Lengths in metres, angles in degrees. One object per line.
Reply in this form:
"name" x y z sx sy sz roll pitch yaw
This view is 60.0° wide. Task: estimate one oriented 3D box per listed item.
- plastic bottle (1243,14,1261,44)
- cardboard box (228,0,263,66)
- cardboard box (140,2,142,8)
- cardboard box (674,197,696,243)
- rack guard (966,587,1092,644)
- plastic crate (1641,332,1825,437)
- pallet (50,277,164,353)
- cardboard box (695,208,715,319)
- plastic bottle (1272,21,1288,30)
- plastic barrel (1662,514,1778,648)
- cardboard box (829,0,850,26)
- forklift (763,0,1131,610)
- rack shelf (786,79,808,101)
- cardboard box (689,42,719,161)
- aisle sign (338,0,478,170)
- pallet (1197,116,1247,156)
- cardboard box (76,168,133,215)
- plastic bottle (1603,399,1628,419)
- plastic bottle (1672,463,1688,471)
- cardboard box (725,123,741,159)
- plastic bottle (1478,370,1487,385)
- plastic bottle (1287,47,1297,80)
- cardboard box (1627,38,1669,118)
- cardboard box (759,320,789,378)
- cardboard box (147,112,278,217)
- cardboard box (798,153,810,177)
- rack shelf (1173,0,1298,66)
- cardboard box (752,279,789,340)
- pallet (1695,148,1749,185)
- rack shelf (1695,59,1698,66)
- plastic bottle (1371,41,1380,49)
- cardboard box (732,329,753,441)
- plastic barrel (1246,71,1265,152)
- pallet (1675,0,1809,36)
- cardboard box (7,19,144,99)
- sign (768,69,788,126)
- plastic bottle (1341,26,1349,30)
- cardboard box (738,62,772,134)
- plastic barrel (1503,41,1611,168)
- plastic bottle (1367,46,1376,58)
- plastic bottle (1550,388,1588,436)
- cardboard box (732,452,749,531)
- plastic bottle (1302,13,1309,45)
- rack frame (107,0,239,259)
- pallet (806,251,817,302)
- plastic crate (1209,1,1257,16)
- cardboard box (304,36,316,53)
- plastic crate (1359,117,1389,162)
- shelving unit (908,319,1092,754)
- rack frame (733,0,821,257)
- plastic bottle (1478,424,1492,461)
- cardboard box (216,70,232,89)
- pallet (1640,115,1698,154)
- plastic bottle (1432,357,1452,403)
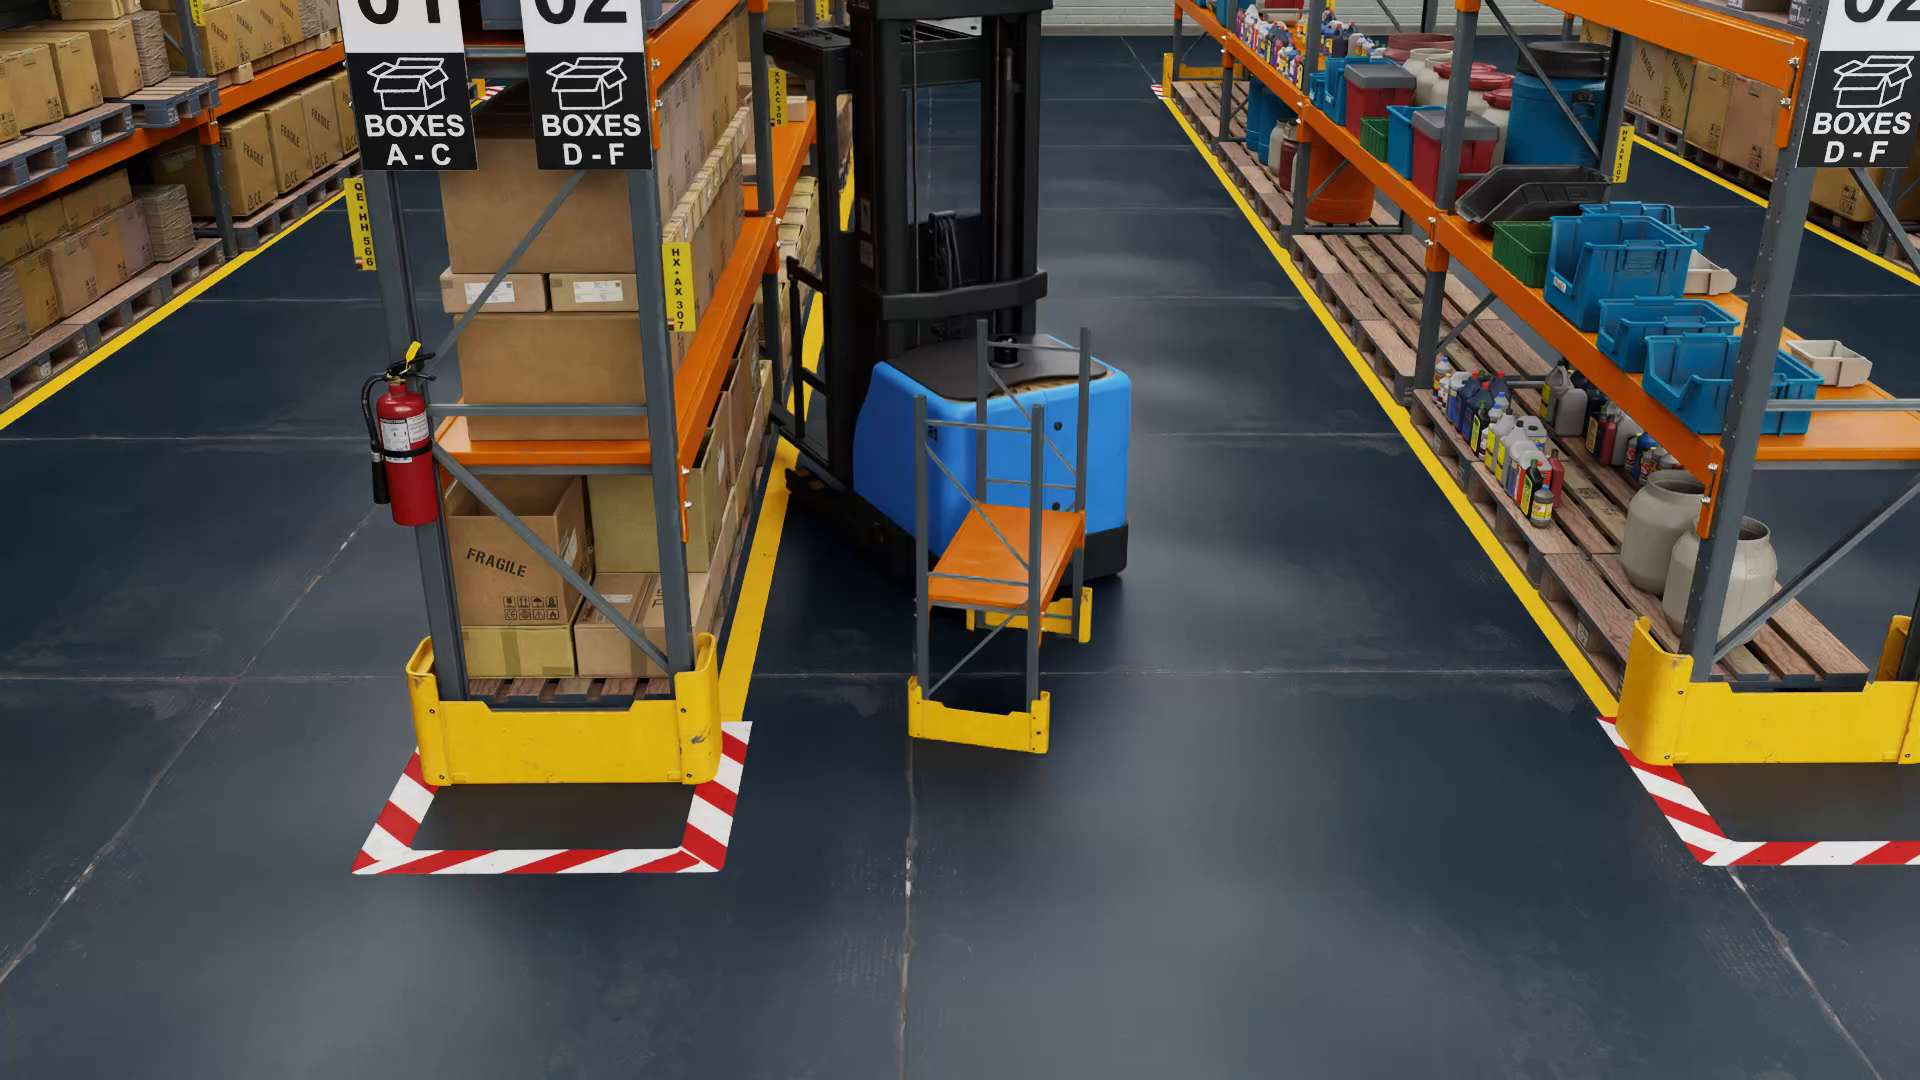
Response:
"plastic bottle" 2.887 -5.042 16.408 0.152 0.276 0.135 0 24 -1
"cardboard box" -6.350 -4.356 14.235 0.500 0.500 0.500 1 24 1
"cardboard box" -6.869 -4.466 13.568 0.500 0.250 0.500 0 24 1
"cardboard box" -1.366 -1.405 7.308 0.380 0.149 0.250 -1 24 -2
"rack guard" 0.318 0.322 7.736 0.587 0.250 0.087 6 25 13
"plastic crate" 3.085 -0.634 6.692 0.499 0.251 0.616 0 24 -1
"pallet" -6.587 -1.655 12.152 1.003 0.211 1.213 0 24 -1
"cardboard box" -1.576 -1.352 7.978 0.700 0.500 0.500 0 24 1
"plastic bottle" 3.045 -4.812 15.899 0.152 0.276 0.135 0 24 -1
"plastic barrel" 3.306 0.175 7.233 0.421 0.512 0.421 0 24 0
"cardboard box" -1.428 -5.677 17.542 0.500 0.500 0.500 0 24 1
"forklift" -0.314 -1.574 8.674 1.130 2.935 3.031 -13 27 -26
"rack shelf" -1.673 -4.269 15.421 1.077 0.370 4.000 0 24 -1
"cardboard box" -1.585 -2.163 8.198 0.700 0.500 0.500 0 24 -1
"aisle sign" -1.857 -1.632 5.564 0.394 0.787 0.004 0 24 -1
"pallet" 3.212 -4.474 18.385 1.003 0.211 1.213 0 24 -1
"cardboard box" -6.601 -2.620 12.493 0.500 0.250 0.500 0 24 0
"plastic bottle" 3.647 -0.662 9.255 0.144 0.351 0.185 0 24 -1
"plastic bottle" 3.697 -0.301 8.539 0.061 0.283 0.133 0 24 0
"cardboard box" -1.384 -2.144 8.943 0.380 0.149 0.250 -1 24 -2
"plastic bottle" 3.048 -0.842 9.734 0.061 0.283 0.133 0 24 -1
"plastic bottle" 2.883 -4.122 14.381 0.097 0.271 0.097 0 24 0
"cardboard box" 8.274 -5.330 18.964 0.875 0.875 0.875 0 24 -1
"cardboard box" -1.364 -1.230 10.657 0.500 0.250 0.500 -1 24 -2
"cardboard box" -6.481 -3.264 14.426 0.750 0.750 0.750 -1 24 -1
"cardboard box" -1.370 -3.023 14.293 0.500 0.500 0.500 1 24 2
"rack shelf" 3.237 -5.938 19.112 1.077 0.370 4.000 0 24 -1
"cardboard box" -1.363 -1.490 10.550 0.500 0.311 0.500 0 24 0
"pallet" 8.295 -3.876 17.063 1.003 0.211 1.213 0 24 -1
"rack shelf" 8.233 -4.312 15.516 1.077 0.370 4.000 0 24 -1
"plastic bottle" 3.657 -4.261 14.673 0.061 0.283 0.133 0 24 -1
"cardboard box" -1.381 -0.802 8.801 0.500 0.500 0.500 0 24 -1
"plastic barrel" 3.247 -4.452 16.991 0.600 0.901 0.708 0 24 -1
"pallet" 3.478 -2.119 6.384 1.003 0.211 1.213 0 24 -1
"cardboard box" -6.556 -3.571 12.350 0.700 0.500 0.500 -3 24 -6
"sign" -1.052 -2.558 9.619 0.100 0.325 0.005 0 24 -1
"plastic bottle" 3.600 -4.715 15.685 0.152 0.276 0.135 0 24 -1
"cardboard box" -1.616 -3.127 11.902 0.500 0.500 0.500 -2 24 -3
"plastic barrel" 3.644 -2.534 10.104 0.600 0.901 0.708 0 24 -1
"plastic bottle" 3.581 -4.153 14.448 0.097 0.271 0.097 0 24 0
"plastic bottle" 3.495 -0.750 9.540 0.152 0.276 0.135 0 24 -1
"cardboard box" -1.362 -0.255 8.500 0.500 0.250 0.500 0 24 -1
"plastic bottle" 3.452 -5.041 16.316 0.144 0.351 0.185 0 24 -1
"rack frame" -6.604 -3.749 13.398 1.000 3.000 0.127 0 24 -1
"pallet" -1.681 -2.162 13.275 1.003 0.211 1.213 0 24 -1
"plastic crate" 2.978 -5.803 18.203 0.437 0.125 0.590 0 24 -1
"cardboard box" -6.379 -4.733 15.856 0.380 0.149 0.250 0 24 -1
"plastic crate" 3.045 -2.765 11.480 0.450 0.188 0.662 0 24 -1
"shelving unit" 0.196 -0.049 7.038 0.587 1.500 1.083 6 25 13
"rack frame" -1.651 -3.772 13.451 1.000 3.000 0.127 0 24 -1
"plastic bottle" 2.921 -0.541 9.169 0.097 0.201 0.097 0 24 0
"cardboard box" -6.370 -3.884 13.978 0.380 0.149 0.250 0 24 0
"pallet" 8.281 -4.507 18.459 1.003 0.211 1.213 0 24 -1
"plastic bottle" 2.911 -0.969 10.029 0.097 0.271 0.097 0 24 0
